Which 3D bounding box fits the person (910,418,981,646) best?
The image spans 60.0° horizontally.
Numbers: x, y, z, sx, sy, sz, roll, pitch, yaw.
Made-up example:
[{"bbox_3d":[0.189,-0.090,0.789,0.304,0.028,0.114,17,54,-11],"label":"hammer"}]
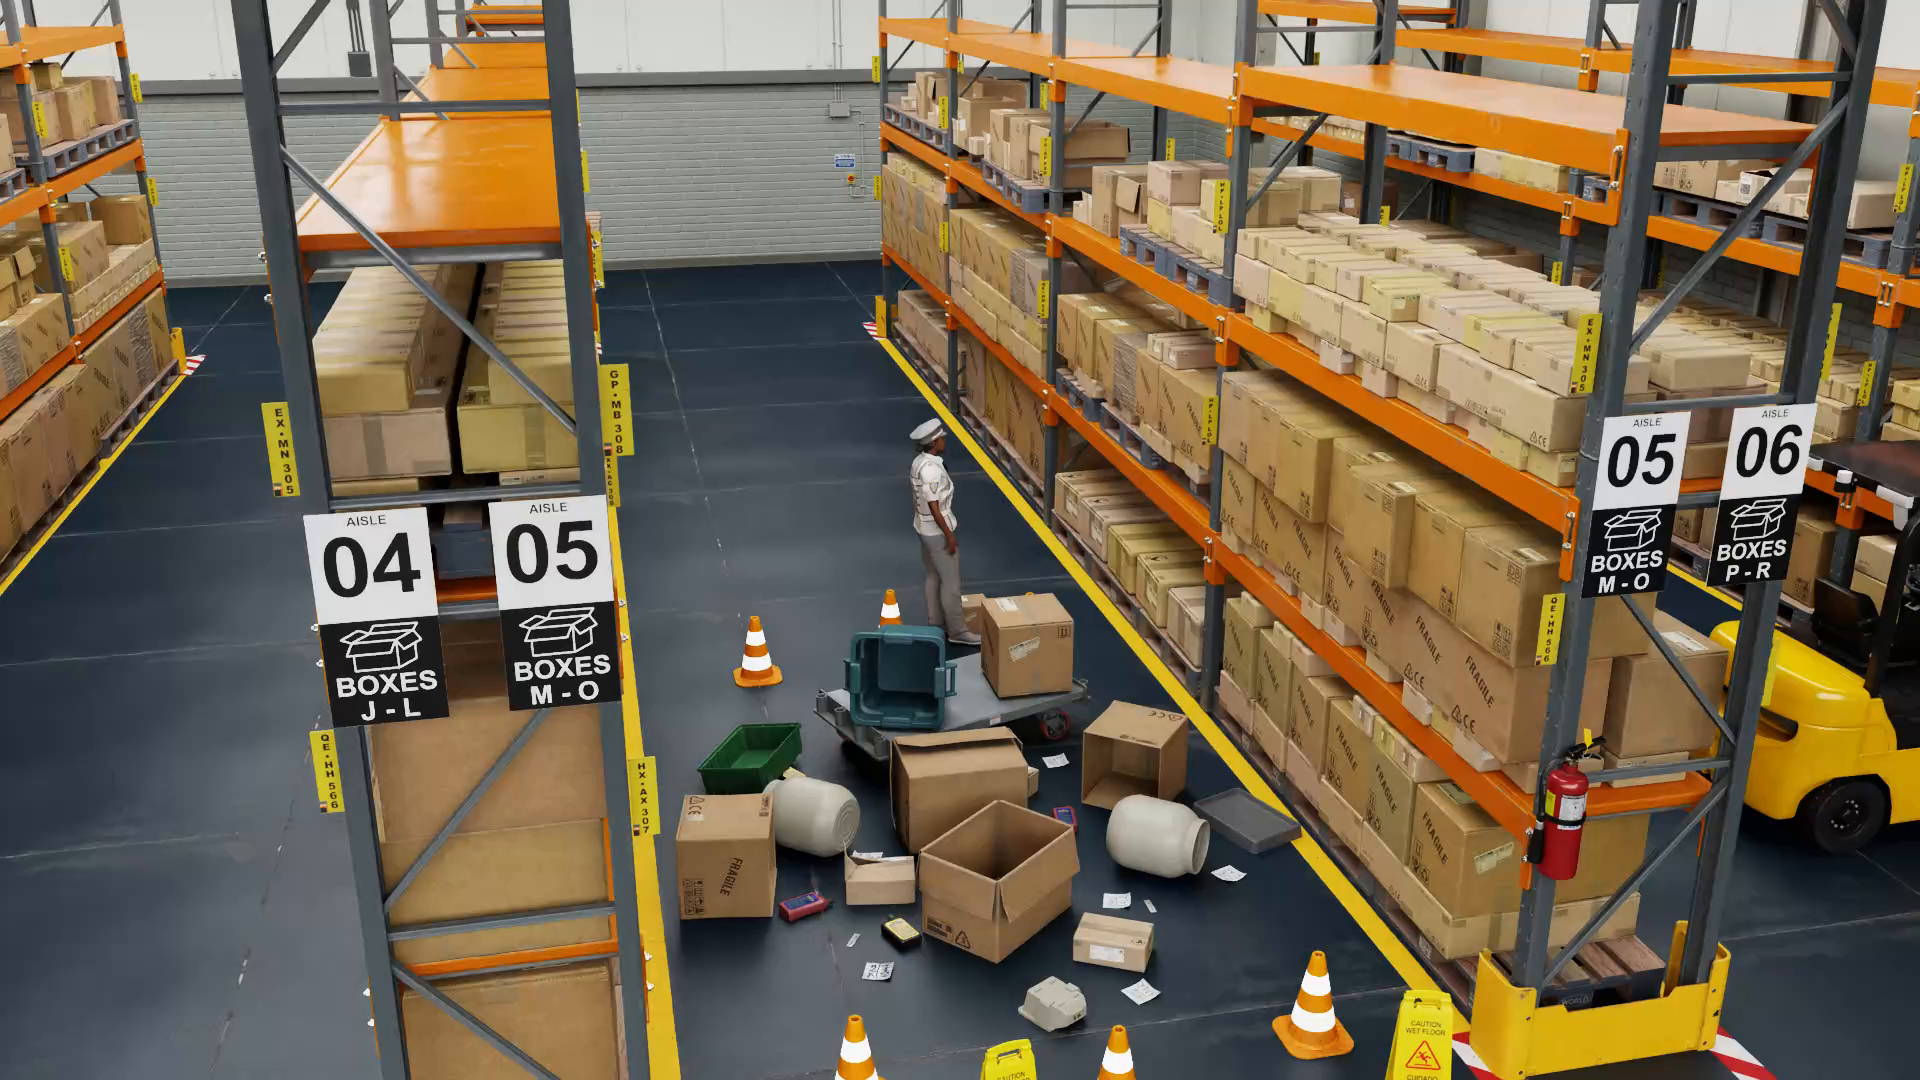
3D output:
[{"bbox_3d":[-0.102,-0.077,12.483,0.528,1.695,0.569,-5,20,-12],"label":"person"}]
